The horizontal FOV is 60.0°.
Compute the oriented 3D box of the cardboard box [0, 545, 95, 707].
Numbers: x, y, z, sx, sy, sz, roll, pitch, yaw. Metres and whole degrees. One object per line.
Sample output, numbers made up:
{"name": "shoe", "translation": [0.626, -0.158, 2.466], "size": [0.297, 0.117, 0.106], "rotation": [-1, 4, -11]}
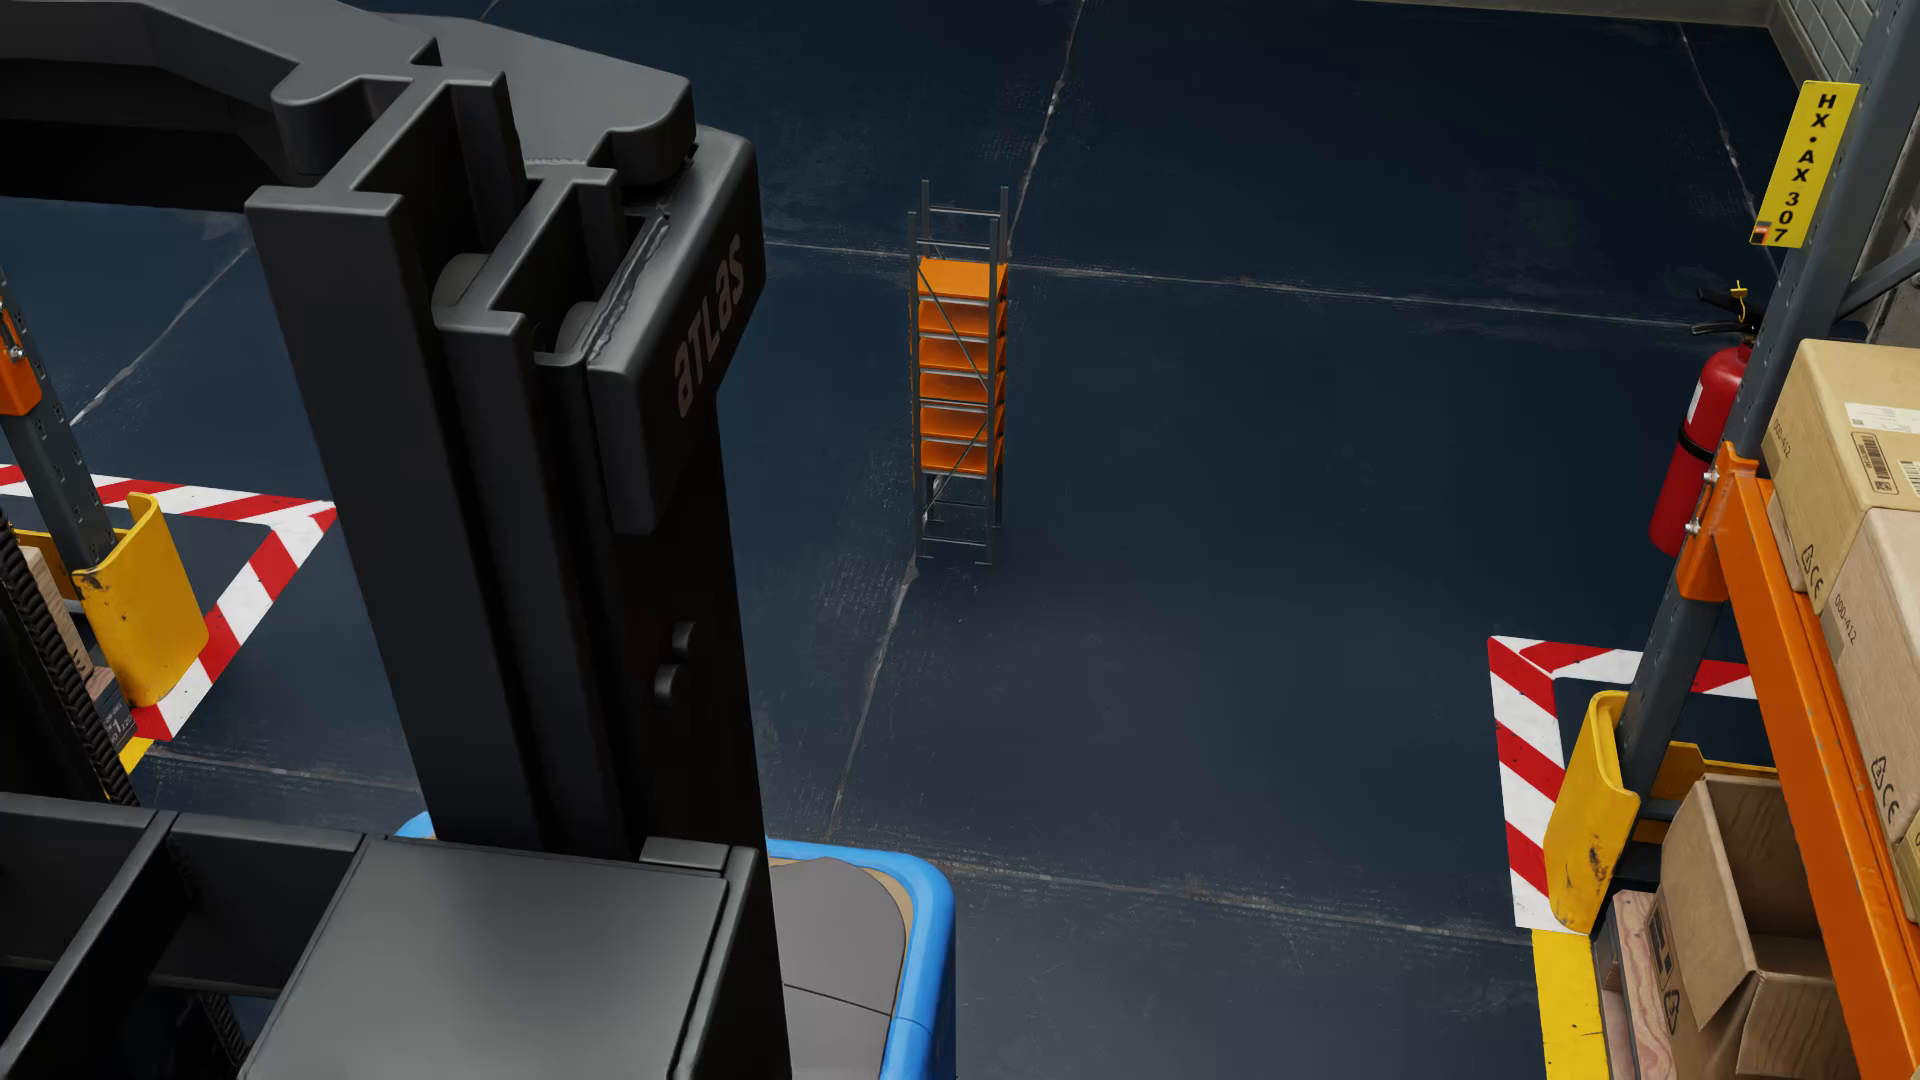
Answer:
{"name": "cardboard box", "translation": [-2.825, 0.417, 4.073], "size": [0.875, 0.438, 0.875], "rotation": [5, 40, 6]}

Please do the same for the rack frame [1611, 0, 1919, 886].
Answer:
{"name": "rack frame", "translation": [2.080, -0.289, 3.246], "size": [1.000, 3.000, 0.127], "rotation": [6, 40, 8]}

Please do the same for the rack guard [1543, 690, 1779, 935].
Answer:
{"name": "rack guard", "translation": [2.067, 0.722, 3.984], "size": [1.175, 0.500, 0.348], "rotation": [6, 40, 8]}

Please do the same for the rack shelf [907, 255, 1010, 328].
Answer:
{"name": "rack shelf", "translation": [-0.002, -0.697, 4.656], "size": [0.258, 0.103, 0.180], "rotation": [6, 40, 8]}

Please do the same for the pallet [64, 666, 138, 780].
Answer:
{"name": "pallet", "translation": [-2.871, 0.751, 4.176], "size": [1.003, 0.211, 1.213], "rotation": [6, 40, 8]}

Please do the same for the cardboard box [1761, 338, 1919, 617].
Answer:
{"name": "cardboard box", "translation": [1.736, -0.091, 2.890], "size": [0.500, 0.250, 0.500], "rotation": [7, 40, 8]}

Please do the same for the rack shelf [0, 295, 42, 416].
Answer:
{"name": "rack shelf", "translation": [-3.156, 0.698, 2.616], "size": [1.077, 0.370, 4.000], "rotation": [6, 40, 8]}

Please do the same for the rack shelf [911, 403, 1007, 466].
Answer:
{"name": "rack shelf", "translation": [-0.003, -0.327, 4.961], "size": [0.258, 0.103, 0.180], "rotation": [6, 40, 8]}

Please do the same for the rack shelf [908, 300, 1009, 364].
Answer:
{"name": "rack shelf", "translation": [-0.002, -0.604, 4.732], "size": [0.258, 0.103, 0.180], "rotation": [6, 40, 8]}

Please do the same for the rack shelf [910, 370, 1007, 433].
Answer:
{"name": "rack shelf", "translation": [-0.002, -0.419, 4.885], "size": [0.258, 0.103, 0.180], "rotation": [6, 40, 8]}

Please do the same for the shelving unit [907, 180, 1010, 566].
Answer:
{"name": "shelving unit", "translation": [-0.002, -0.453, 4.857], "size": [0.258, 1.200, 0.189], "rotation": [6, 40, 8]}

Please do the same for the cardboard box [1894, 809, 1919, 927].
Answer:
{"name": "cardboard box", "translation": [1.564, 0.544, 2.122], "size": [0.500, 0.250, 0.500], "rotation": [6, 40, 7]}

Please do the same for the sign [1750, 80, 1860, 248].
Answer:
{"name": "sign", "translation": [1.545, -0.682, 3.042], "size": [0.100, 0.325, 0.005], "rotation": [6, 40, 8]}

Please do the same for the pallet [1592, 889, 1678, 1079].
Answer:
{"name": "pallet", "translation": [1.930, 1.334, 3.471], "size": [1.003, 0.211, 1.213], "rotation": [6, 40, 8]}

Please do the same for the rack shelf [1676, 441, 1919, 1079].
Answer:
{"name": "rack shelf", "translation": [1.734, 1.243, 1.957], "size": [1.077, 0.370, 4.000], "rotation": [6, 40, 8]}

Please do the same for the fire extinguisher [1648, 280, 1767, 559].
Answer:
{"name": "fire extinguisher", "translation": [1.650, -0.259, 3.562], "size": [0.296, 0.674, 0.183], "rotation": [6, 40, 8]}

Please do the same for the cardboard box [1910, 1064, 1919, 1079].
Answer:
{"name": "cardboard box", "translation": [1.481, 0.787, 2.141], "size": [0.380, 0.149, 0.250], "rotation": [5, 40, 6]}

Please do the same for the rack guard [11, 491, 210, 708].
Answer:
{"name": "rack guard", "translation": [-2.805, 0.114, 4.719], "size": [1.175, 0.500, 0.348], "rotation": [6, 40, 8]}

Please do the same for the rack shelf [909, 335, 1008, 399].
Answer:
{"name": "rack shelf", "translation": [-0.002, -0.512, 4.809], "size": [0.258, 0.103, 0.180], "rotation": [6, 40, 8]}

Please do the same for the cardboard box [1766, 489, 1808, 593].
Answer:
{"name": "cardboard box", "translation": [1.753, -0.016, 3.113], "size": [0.380, 0.149, 0.250], "rotation": [6, 40, 7]}

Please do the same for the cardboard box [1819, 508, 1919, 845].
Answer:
{"name": "cardboard box", "translation": [1.649, 0.226, 2.507], "size": [0.500, 0.250, 0.500], "rotation": [7, 40, 8]}

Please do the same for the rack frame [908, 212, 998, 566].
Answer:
{"name": "rack frame", "translation": [-0.018, -0.396, 4.787], "size": [0.240, 1.200, 0.006], "rotation": [6, 40, 8]}

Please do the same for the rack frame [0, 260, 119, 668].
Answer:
{"name": "rack frame", "translation": [-2.810, -0.834, 3.905], "size": [1.000, 3.000, 0.127], "rotation": [6, 40, 8]}

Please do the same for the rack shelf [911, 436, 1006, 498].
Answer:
{"name": "rack shelf", "translation": [-0.003, -0.234, 5.038], "size": [0.258, 0.103, 0.180], "rotation": [6, 40, 8]}

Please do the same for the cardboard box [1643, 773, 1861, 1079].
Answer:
{"name": "cardboard box", "translation": [1.881, 0.885, 3.456], "size": [0.797, 0.503, 0.637], "rotation": [5, 40, 6]}

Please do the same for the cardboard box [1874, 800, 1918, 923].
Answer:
{"name": "cardboard box", "translation": [1.639, 0.469, 2.526], "size": [0.380, 0.149, 0.250], "rotation": [8, 40, 9]}

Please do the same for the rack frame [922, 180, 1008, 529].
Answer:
{"name": "rack frame", "translation": [0.013, -0.511, 4.926], "size": [0.240, 1.200, 0.006], "rotation": [6, 40, 8]}
